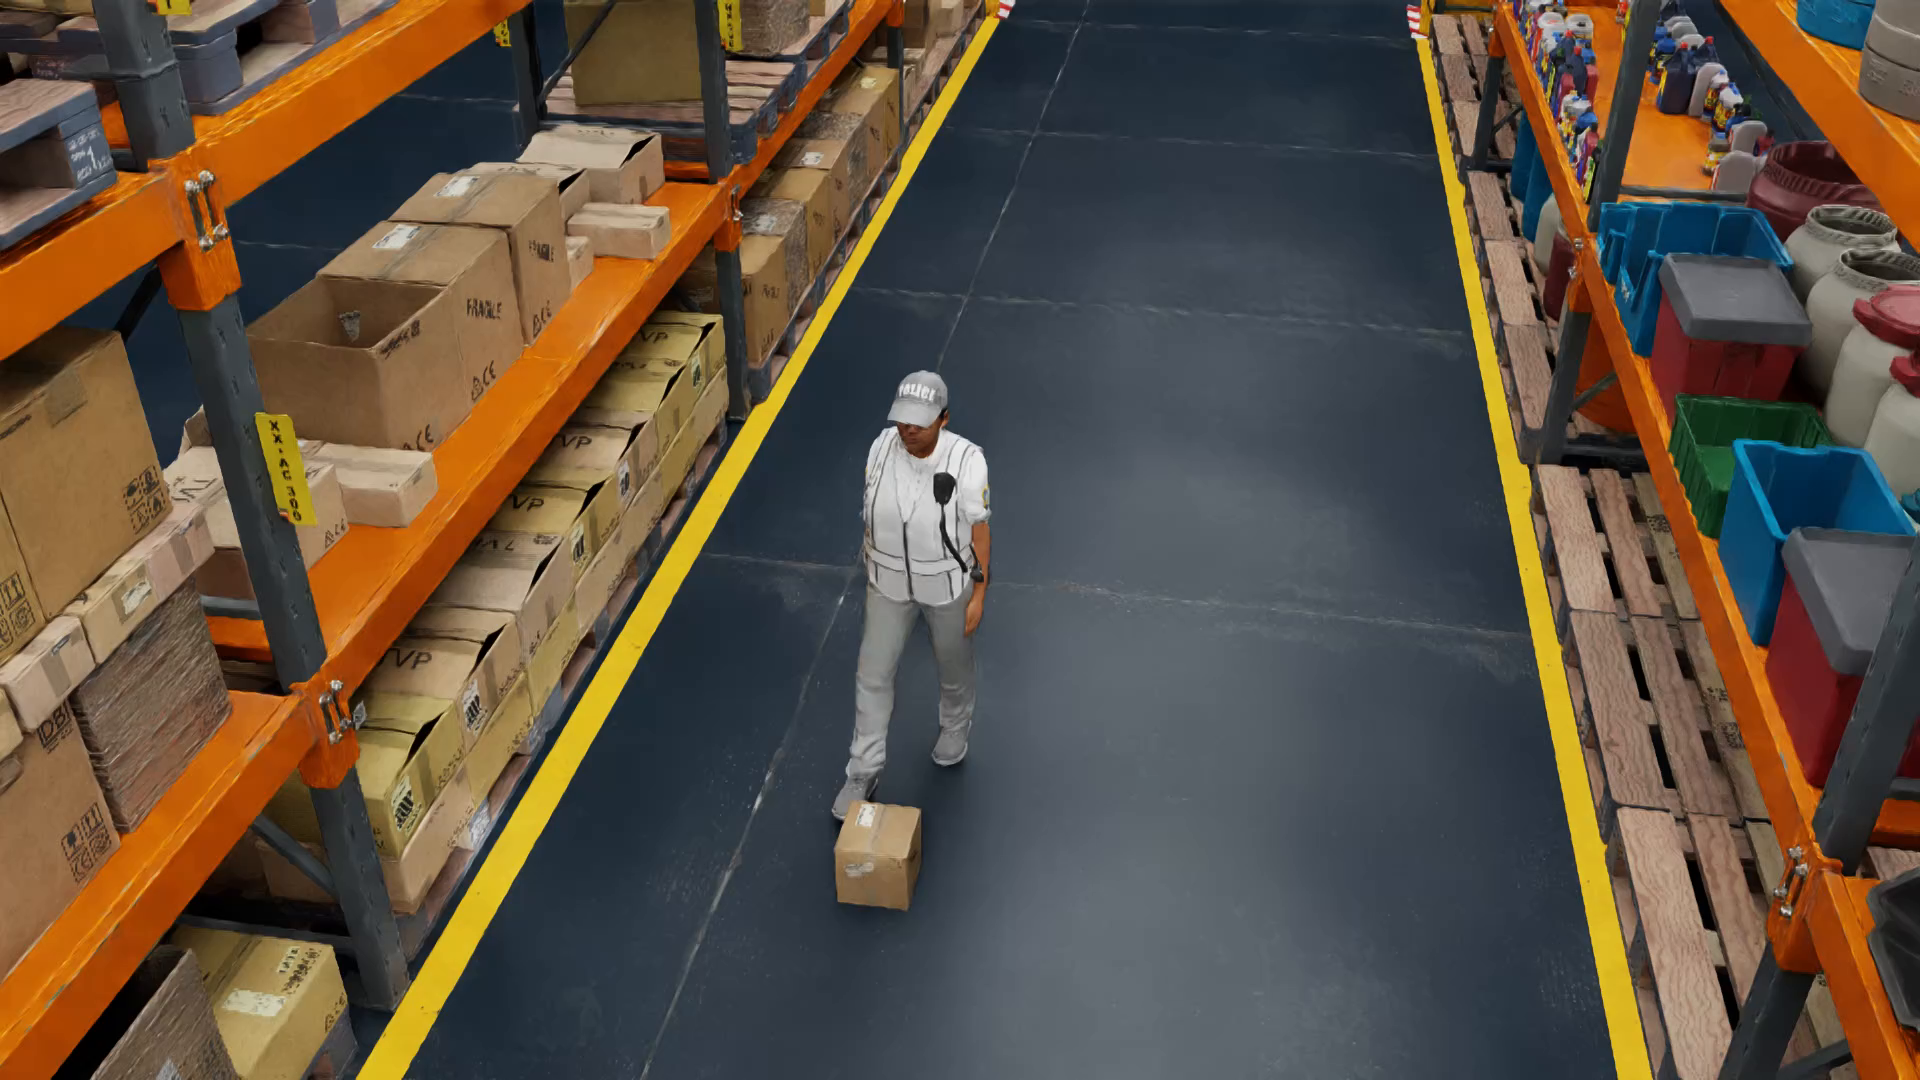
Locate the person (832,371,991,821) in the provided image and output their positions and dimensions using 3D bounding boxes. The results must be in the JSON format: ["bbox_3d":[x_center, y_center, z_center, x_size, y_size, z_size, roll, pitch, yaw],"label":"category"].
[{"bbox_3d":[-0.155,0.202,5.814,0.484,1.651,0.743,8,33,12],"label":"person"}]
